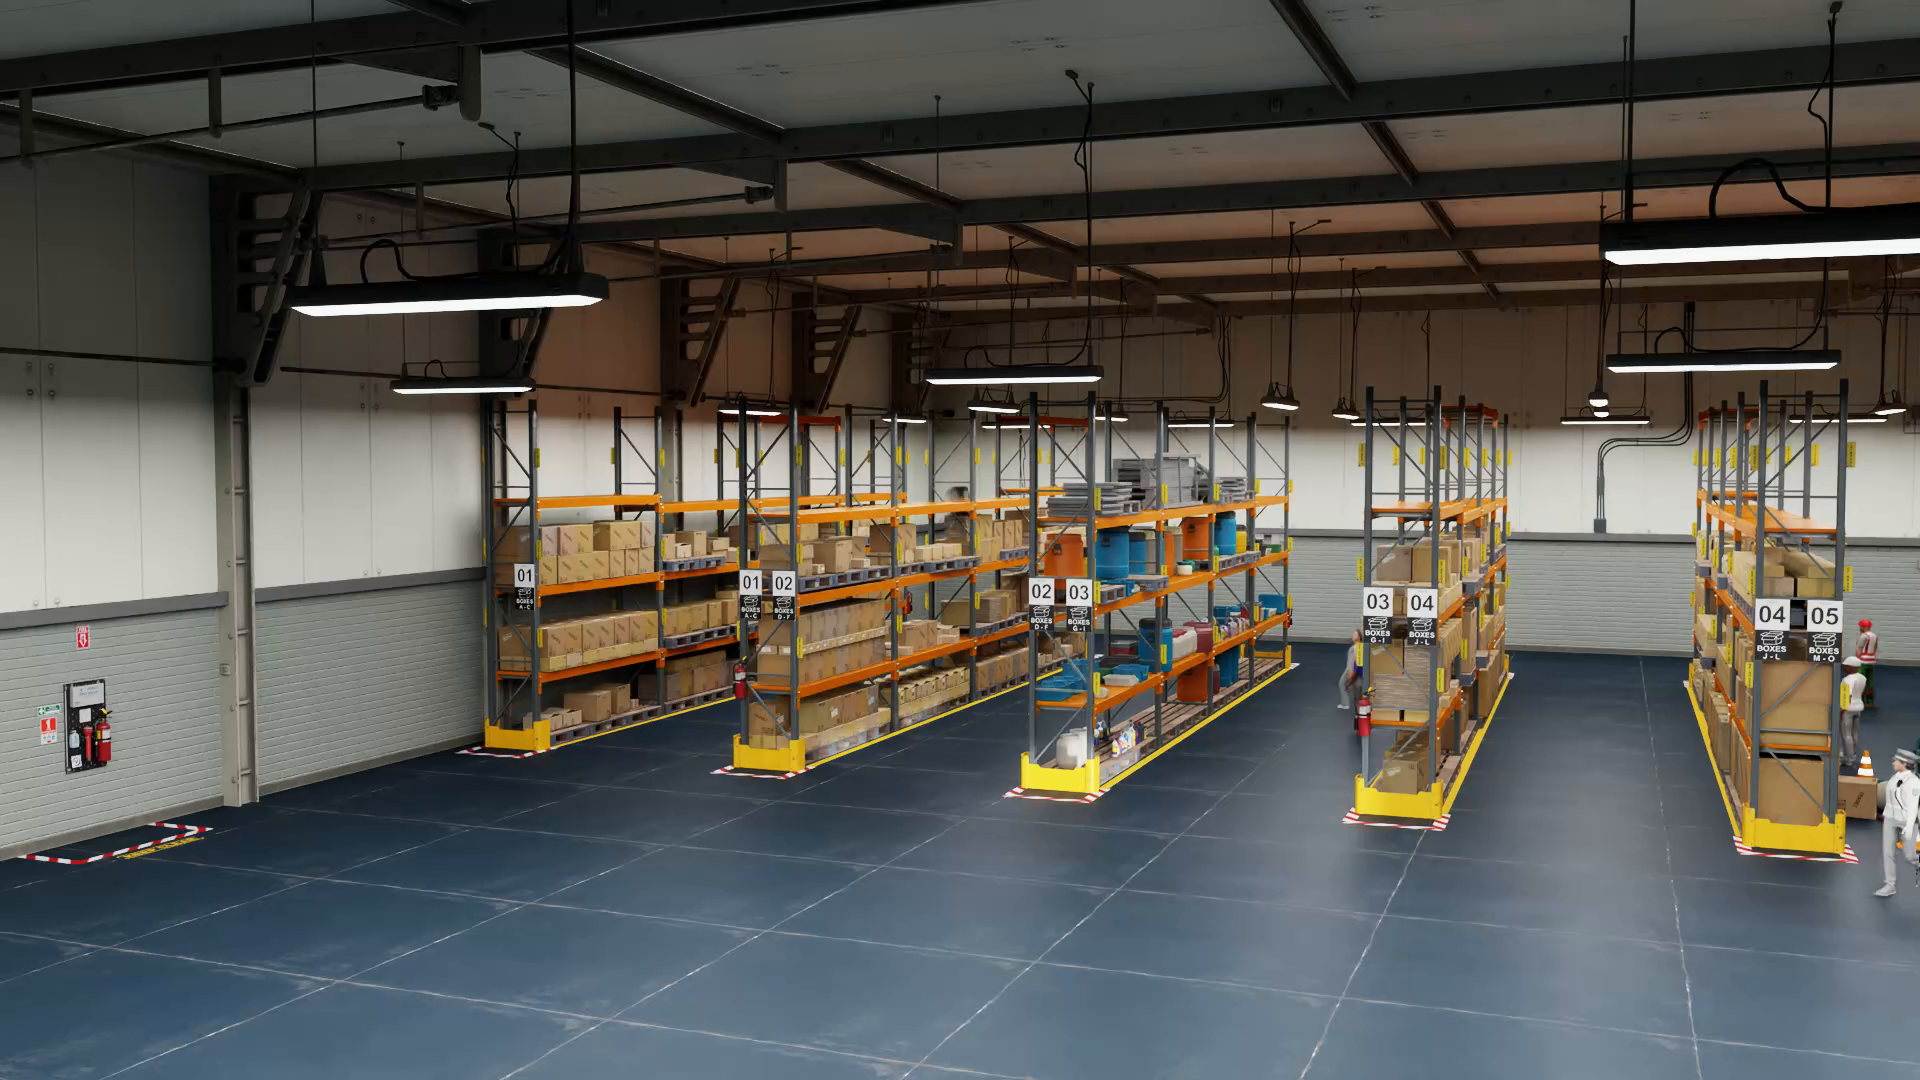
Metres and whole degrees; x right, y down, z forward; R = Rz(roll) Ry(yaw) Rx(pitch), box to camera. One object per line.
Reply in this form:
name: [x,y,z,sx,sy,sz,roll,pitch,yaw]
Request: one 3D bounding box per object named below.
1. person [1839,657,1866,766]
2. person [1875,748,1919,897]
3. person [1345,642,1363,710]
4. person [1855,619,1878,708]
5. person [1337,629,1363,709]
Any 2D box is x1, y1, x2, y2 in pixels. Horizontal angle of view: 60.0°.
person: [14.548,2.783,27.292,0.593,1.763,0.586,-1,3,-20]
person: [10.778,3.217,18.975,0.675,1.673,0.431,-2,3,-29]
person: [7.308,2.706,30.372,0.521,1.716,0.598,-1,3,-17]
person: [18.085,2.480,33.313,0.596,1.790,0.381,-1,3,-23]
person: [7.786,2.575,33.058,0.647,1.608,0.451,2,3,34]
